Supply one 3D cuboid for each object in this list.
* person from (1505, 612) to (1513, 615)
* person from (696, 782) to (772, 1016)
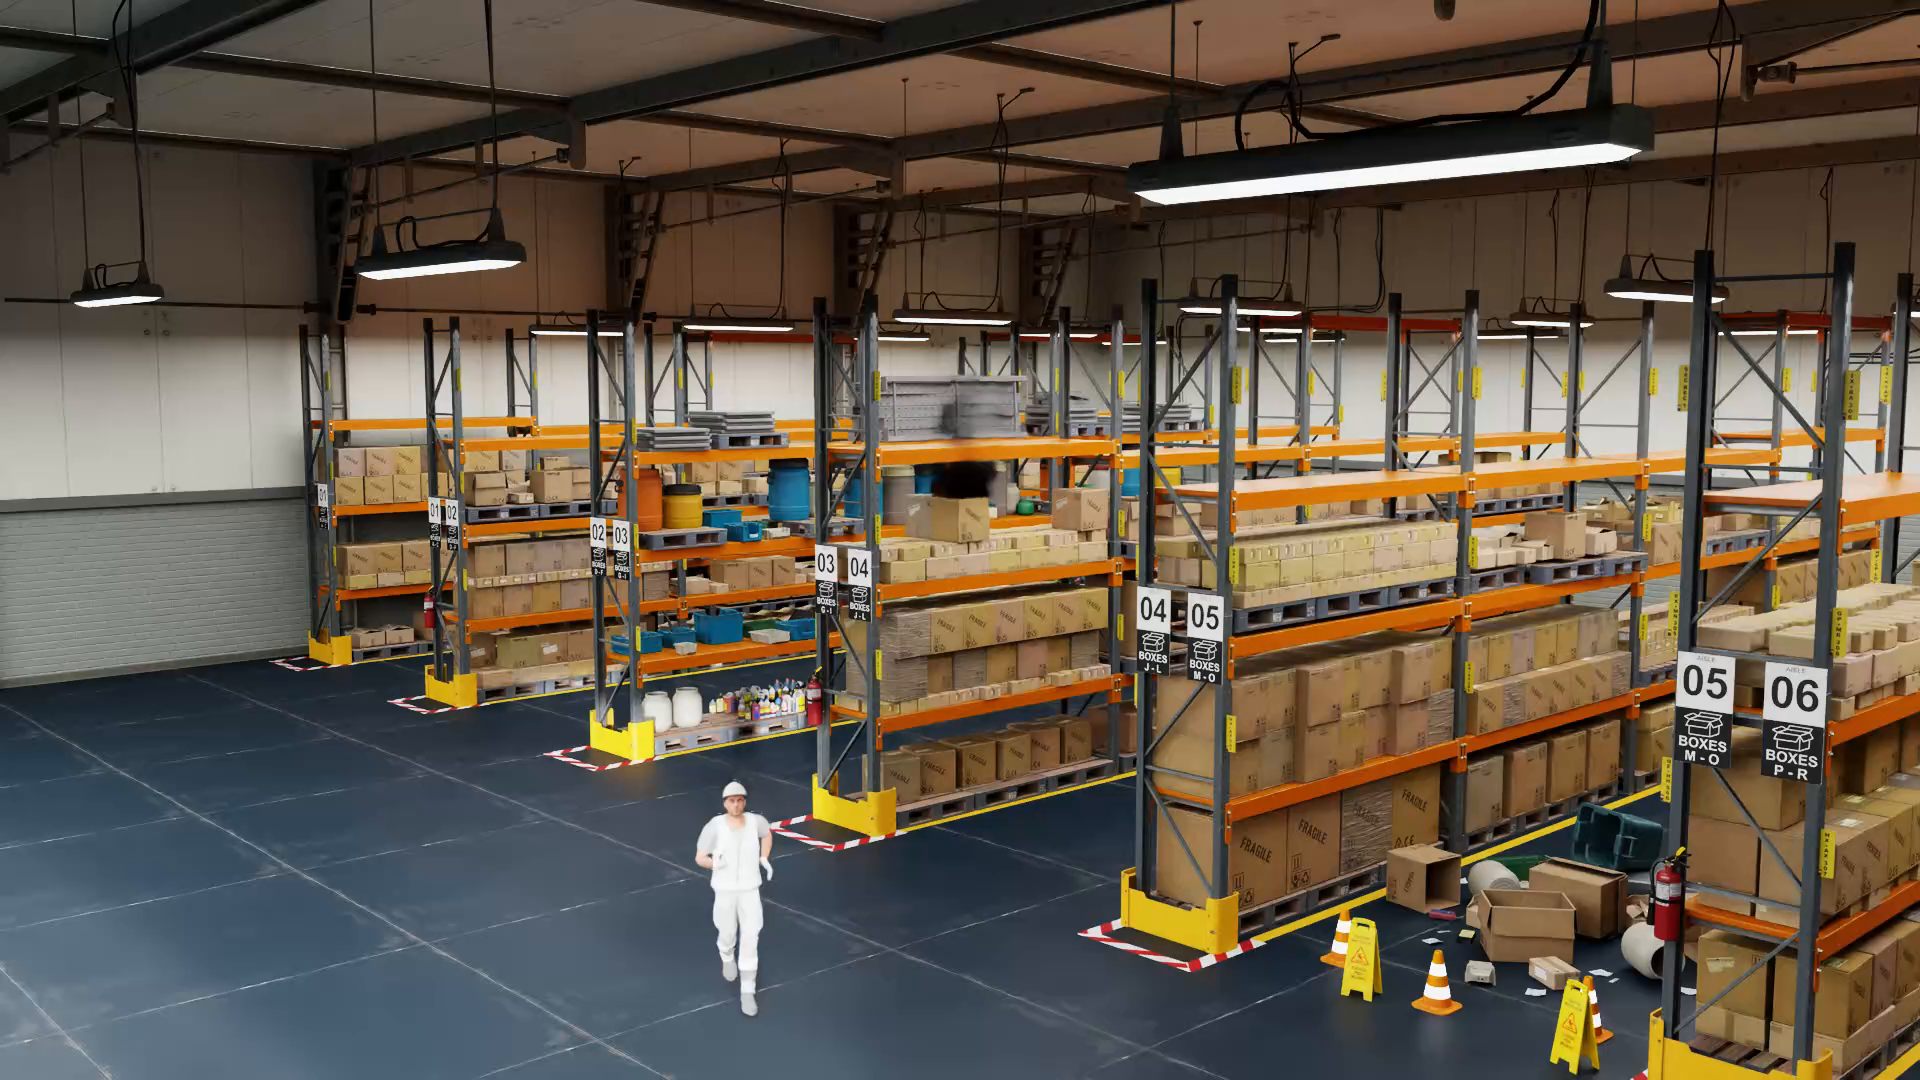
[{"bbox_3d":[8.017,1.902,24.355,0.582,1.695,0.680,5,8,40],"label":"person"},{"bbox_3d":[-1.829,2.869,13.609,0.647,1.787,0.930,-1,6,-13],"label":"person"}]
